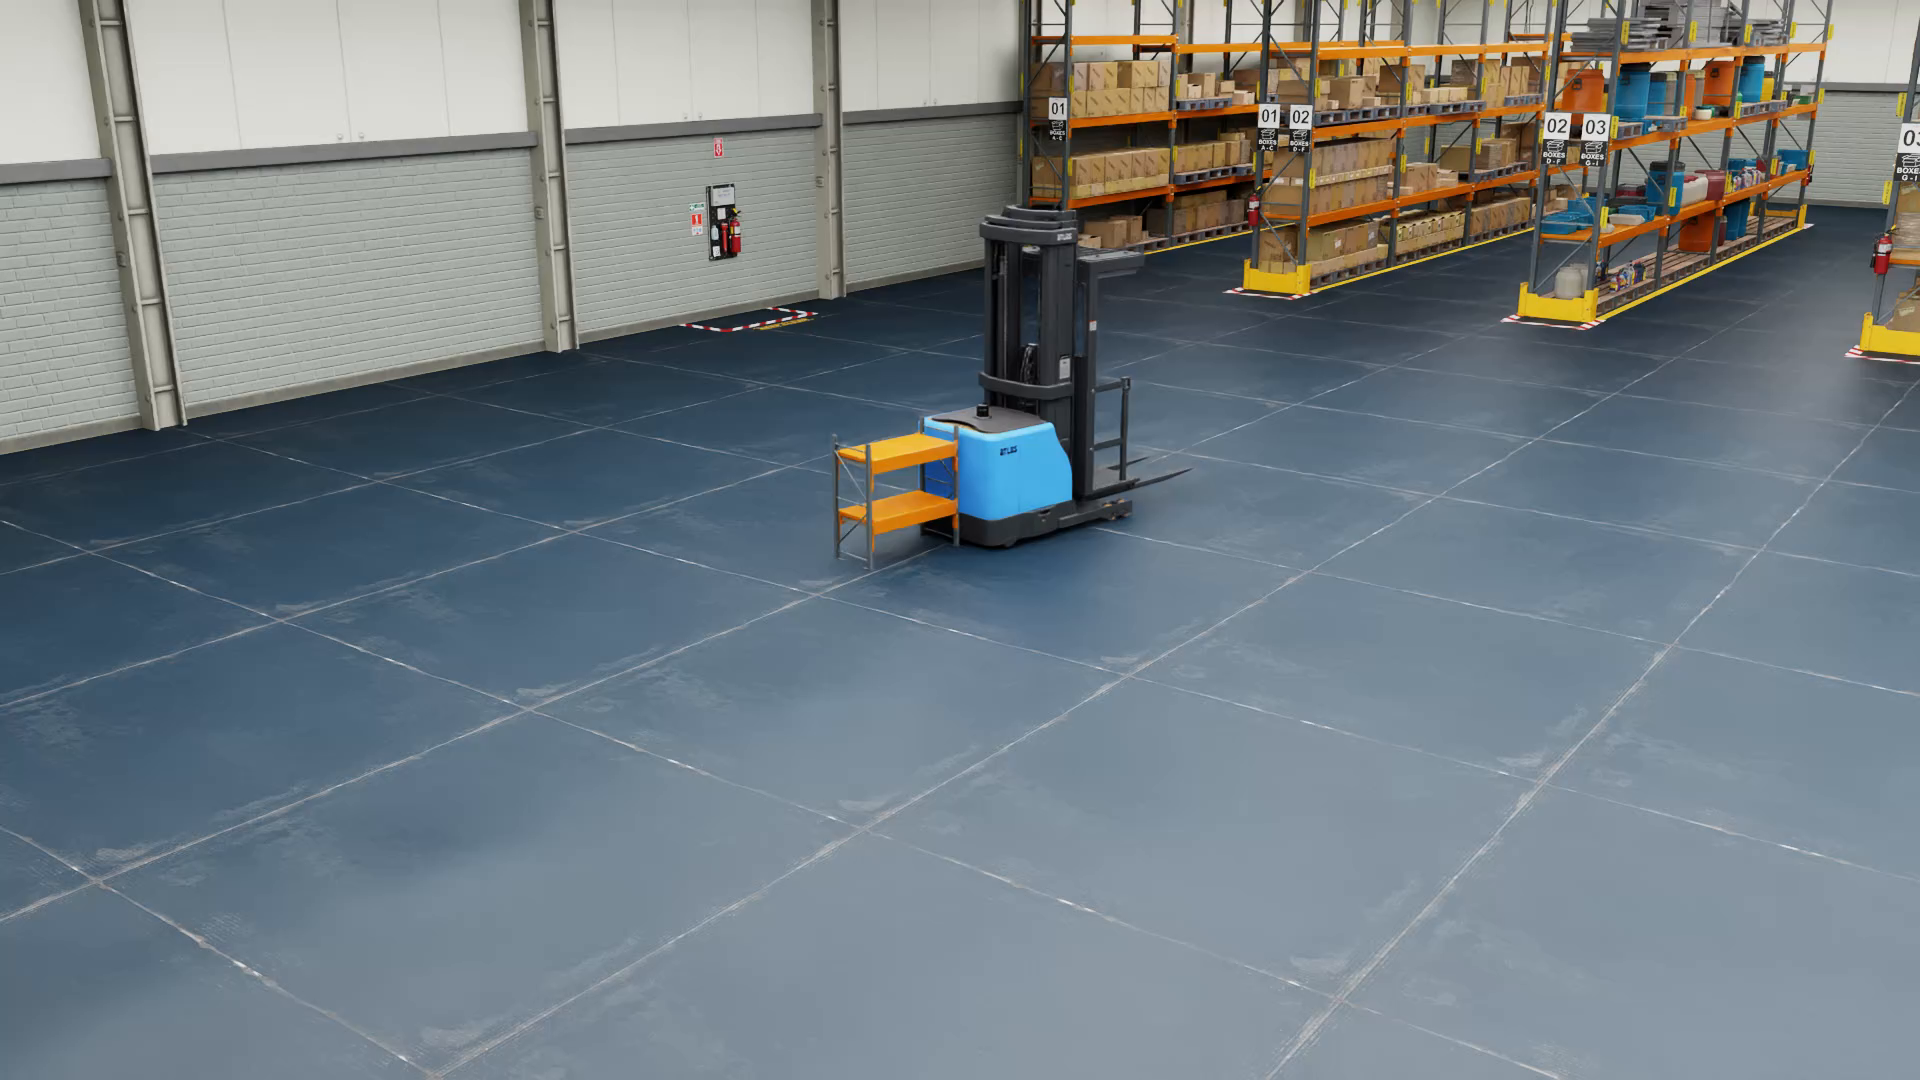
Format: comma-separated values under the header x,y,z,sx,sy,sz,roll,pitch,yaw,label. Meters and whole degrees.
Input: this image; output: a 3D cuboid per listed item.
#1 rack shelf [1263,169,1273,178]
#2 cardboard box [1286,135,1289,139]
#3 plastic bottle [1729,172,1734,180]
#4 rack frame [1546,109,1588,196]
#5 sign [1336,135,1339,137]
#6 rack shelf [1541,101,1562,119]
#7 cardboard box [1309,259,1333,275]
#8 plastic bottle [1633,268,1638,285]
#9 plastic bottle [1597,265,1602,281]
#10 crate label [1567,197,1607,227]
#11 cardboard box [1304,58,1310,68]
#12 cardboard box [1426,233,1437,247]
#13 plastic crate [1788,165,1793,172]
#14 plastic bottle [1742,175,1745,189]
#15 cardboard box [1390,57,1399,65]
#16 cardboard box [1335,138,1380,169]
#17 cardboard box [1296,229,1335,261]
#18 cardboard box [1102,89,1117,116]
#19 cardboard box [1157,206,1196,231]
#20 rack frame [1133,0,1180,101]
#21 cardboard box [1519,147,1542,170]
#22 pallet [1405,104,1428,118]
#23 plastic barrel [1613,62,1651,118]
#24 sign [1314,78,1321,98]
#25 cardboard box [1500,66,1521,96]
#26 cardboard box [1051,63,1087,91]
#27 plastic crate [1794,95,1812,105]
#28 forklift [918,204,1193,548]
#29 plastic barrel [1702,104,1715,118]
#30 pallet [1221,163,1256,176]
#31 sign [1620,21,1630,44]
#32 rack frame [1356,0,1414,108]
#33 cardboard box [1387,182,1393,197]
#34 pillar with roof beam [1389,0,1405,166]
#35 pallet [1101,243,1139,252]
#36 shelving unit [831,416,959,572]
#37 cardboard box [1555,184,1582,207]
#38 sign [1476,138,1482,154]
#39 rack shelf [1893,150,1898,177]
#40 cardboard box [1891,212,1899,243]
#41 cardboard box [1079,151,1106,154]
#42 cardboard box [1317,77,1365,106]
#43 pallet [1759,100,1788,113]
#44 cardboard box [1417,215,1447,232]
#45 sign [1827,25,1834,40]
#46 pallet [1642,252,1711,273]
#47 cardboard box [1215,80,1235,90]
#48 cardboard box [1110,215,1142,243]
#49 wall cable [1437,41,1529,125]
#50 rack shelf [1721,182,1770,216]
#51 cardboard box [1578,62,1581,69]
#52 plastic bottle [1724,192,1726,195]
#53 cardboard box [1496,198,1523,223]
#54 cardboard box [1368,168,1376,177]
x,y,z,sx,sy,sz,roll,pitch,yaw,label
7.599,-8.781,39.682,1.077,0.370,4.000,12,21,35,rack shelf
7.499,-9.516,38.868,0.500,0.250,0.500,13,21,35,cardboard box
15.604,-7.283,33.727,0.144,0.351,0.185,12,21,35,plastic bottle
15.155,-9.679,41.361,1.000,3.000,0.127,12,21,35,rack frame
9.232,-10.023,40.648,0.100,0.325,0.005,12,21,35,sign
13.963,-10.292,39.489,1.077,0.370,4.000,12,21,35,rack shelf
6.414,-4.964,30.106,0.500,0.250,0.500,12,21,35,cardboard box
11.650,-4.562,28.720,0.061,0.283,0.133,14,22,38,plastic bottle
11.177,-4.677,29.113,0.097,0.271,0.097,0,17,0,plastic bottle
10.477,-5.495,27.829,0.502,0.435,0.616,12,21,35,crate label
8.161,-11.463,39.873,0.500,0.250,0.500,14,22,39,cardboard box
9.360,-6.127,33.851,0.500,0.250,0.500,13,21,36,cardboard box
18.606,-8.413,37.628,0.396,0.136,0.243,12,21,35,plastic crate
15.934,-7.286,33.852,0.061,0.283,0.133,12,21,35,plastic bottle
10.957,-12.299,42.850,0.500,0.500,0.500,12,21,35,cardboard box
7.445,-7.261,31.218,0.700,0.500,0.500,12,21,35,cardboard box
6.416,-5.322,29.993,0.500,0.500,0.500,12,21,35,cardboard box
2.696,-8.514,32.349,0.500,0.500,0.500,14,22,37,cardboard box
4.717,-7.022,36.278,0.700,0.500,0.500,12,21,34,cardboard box
4.024,-10.561,34.084,1.000,3.000,0.127,12,21,35,rack frame
13.294,-8.848,38.514,0.500,0.500,0.500,13,22,36,cardboard box
8.520,-8.375,32.425,0.805,0.209,1.217,11,21,33,pallet
11.301,-7.599,28.052,0.600,0.901,0.708,12,21,35,plastic barrel
6.063,-7.657,28.183,0.100,0.325,0.005,12,21,35,sign
12.032,-10.185,36.887,0.600,0.600,0.600,12,21,34,cardboard box
2.065,-8.759,31.452,0.500,0.500,0.500,11,20,31,cardboard box
18.772,-9.849,37.207,0.450,0.188,0.336,12,21,35,plastic crate
1.023,-1.682,15.724,3.031,2.935,1.130,-15,23,-41,forklift
14.258,-8.188,31.764,0.294,0.245,0.294,0,17,0,plastic barrel
6.068,-8.368,37.463,1.213,0.211,1.003,12,21,35,pallet
10.036,-7.659,25.093,0.100,0.325,0.005,12,21,35,sign
8.005,-9.686,31.268,1.000,3.000,0.127,12,21,35,rack frame
8.263,-6.875,32.582,0.500,0.250,0.500,14,22,38,cardboard box
15.545,-13.454,43.401,9.100,9.000,0.400,12,21,35,pillar with roof beam
2.926,-5.906,33.912,1.003,0.211,1.213,12,21,35,pallet
-0.561,-0.425,14.721,1.048,1.125,0.538,-15,23,-41,shelving unit
15.028,-8.523,41.110,0.500,0.500,0.500,12,21,35,cardboard box
10.836,-8.230,34.741,0.100,0.325,0.005,12,21,35,sign
14.766,-5.682,24.646,1.077,0.370,4.000,12,21,35,rack shelf
14.126,-4.573,24.249,0.875,0.500,0.500,12,21,35,cardboard box
2.663,-7.551,33.462,0.500,0.500,0.500,13,21,35,cardboard box
6.922,-8.200,30.423,0.797,0.503,0.637,15,23,41,cardboard box
16.358,-8.989,34.398,1.213,0.211,1.003,12,21,35,pallet
9.666,-6.516,34.158,0.500,0.311,0.500,12,21,34,cardboard box
19.582,-11.421,37.397,0.100,0.325,0.005,12,21,35,sign
13.871,-5.388,32.246,1.003,0.211,1.213,12,21,35,pallet
5.794,-10.007,37.157,0.500,0.500,0.500,12,21,35,cardboard box
3.438,-6.458,34.460,0.500,0.500,0.500,11,20,31,cardboard box
14.831,-13.220,47.883,3.097,2.526,0.112,12,21,35,wall cable
15.555,-7.031,34.045,1.077,0.370,4.000,12,21,35,rack shelf
14.496,-11.408,40.015,0.700,0.500,0.500,12,21,35,cardboard box
15.030,-6.895,32.730,0.097,0.201,0.097,0,17,0,plastic bottle
12.406,-7.459,37.683,0.500,0.500,0.500,13,21,35,cardboard box
7.556,-6.892,31.123,0.380,0.149,0.250,12,21,35,cardboard box
